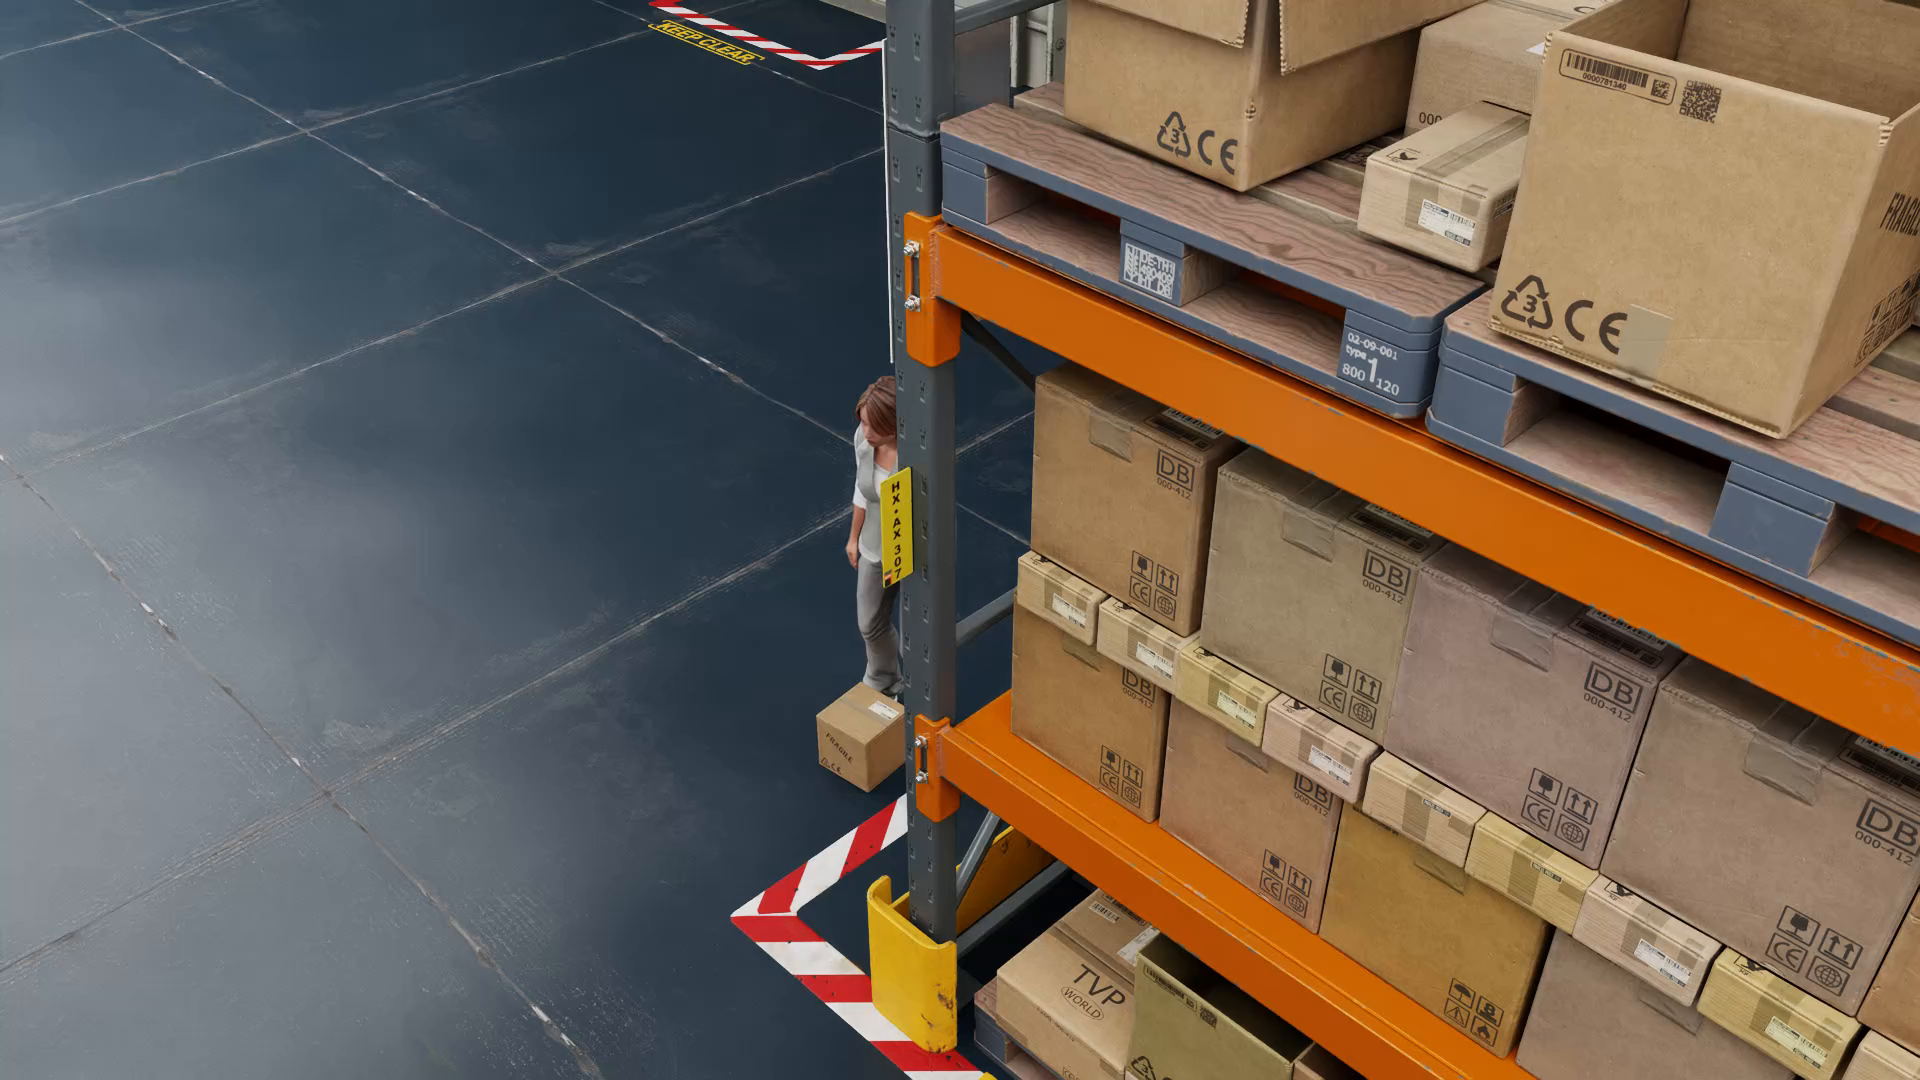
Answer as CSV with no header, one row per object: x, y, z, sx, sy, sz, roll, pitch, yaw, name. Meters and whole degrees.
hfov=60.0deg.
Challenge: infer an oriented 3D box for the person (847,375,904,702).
-0.219,0.080,6.045,0.461,1.593,0.347,27,44,32,person
